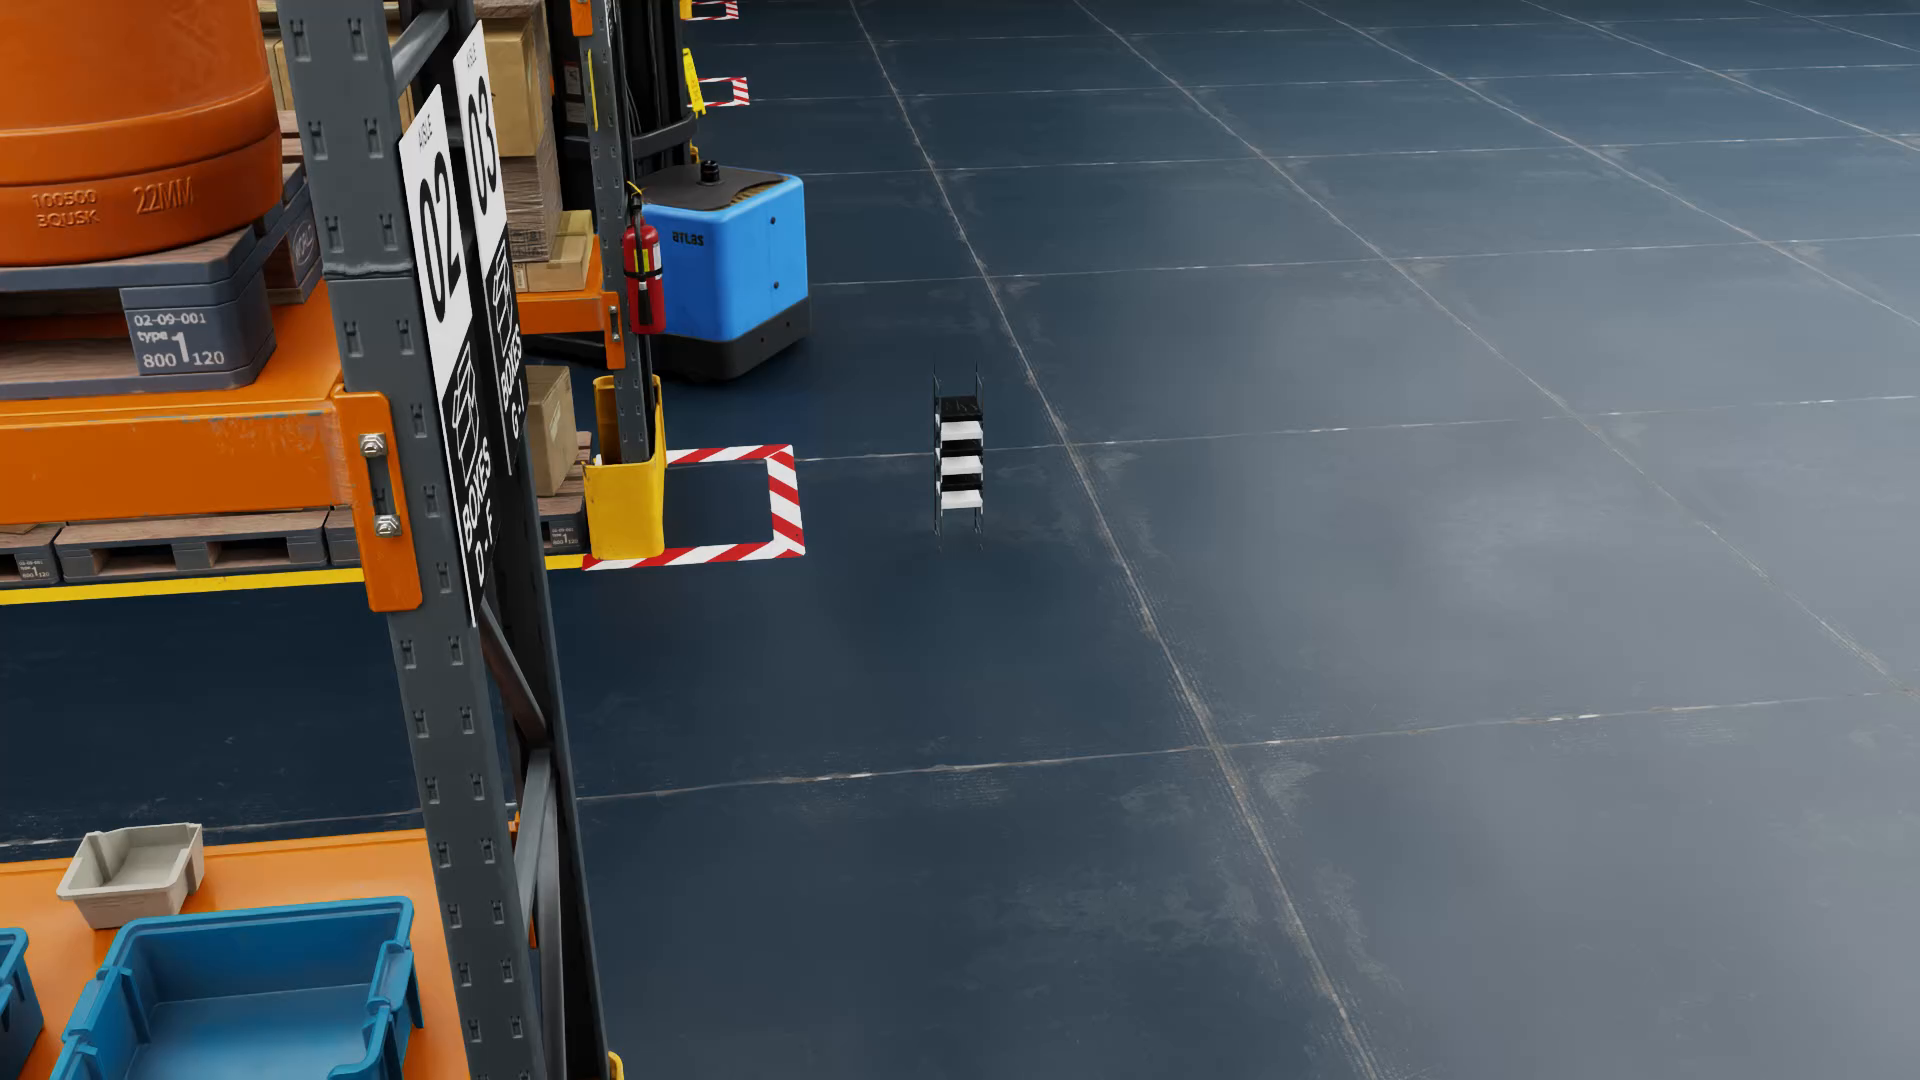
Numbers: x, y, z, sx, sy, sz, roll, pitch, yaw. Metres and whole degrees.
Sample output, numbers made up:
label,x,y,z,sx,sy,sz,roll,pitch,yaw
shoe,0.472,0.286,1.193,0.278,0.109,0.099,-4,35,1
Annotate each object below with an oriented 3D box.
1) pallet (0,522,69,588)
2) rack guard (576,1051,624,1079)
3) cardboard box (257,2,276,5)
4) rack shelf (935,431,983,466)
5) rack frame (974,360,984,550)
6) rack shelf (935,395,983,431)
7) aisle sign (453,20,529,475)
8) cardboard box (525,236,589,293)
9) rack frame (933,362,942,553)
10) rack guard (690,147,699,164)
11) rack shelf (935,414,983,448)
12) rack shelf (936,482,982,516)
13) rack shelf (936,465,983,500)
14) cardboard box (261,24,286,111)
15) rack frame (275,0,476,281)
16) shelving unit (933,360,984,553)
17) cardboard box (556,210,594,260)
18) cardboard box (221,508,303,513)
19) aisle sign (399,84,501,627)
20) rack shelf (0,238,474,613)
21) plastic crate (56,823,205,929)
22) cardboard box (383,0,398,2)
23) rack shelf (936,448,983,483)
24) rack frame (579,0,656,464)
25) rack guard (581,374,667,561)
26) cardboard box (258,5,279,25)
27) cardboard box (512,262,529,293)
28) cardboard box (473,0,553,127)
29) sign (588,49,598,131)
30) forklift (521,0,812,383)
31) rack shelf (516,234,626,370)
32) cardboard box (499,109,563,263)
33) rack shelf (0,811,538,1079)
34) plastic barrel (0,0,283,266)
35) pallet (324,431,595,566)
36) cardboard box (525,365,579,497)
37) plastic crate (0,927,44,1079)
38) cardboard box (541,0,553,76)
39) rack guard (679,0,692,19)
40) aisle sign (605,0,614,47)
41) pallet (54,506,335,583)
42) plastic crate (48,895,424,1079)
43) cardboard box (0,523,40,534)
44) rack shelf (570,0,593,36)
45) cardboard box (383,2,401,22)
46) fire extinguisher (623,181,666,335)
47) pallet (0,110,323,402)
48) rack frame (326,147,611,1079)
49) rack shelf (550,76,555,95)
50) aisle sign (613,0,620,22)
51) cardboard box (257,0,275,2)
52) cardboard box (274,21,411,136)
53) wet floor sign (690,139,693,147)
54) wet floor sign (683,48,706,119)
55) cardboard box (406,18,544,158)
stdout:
label,x,y,z,sx,sy,sz,roll,pitch,yaw
pallet,-4.920,-0.074,8.163,1.213,0.211,1.003,-4,27,-7
rack guard,-0.998,1.867,4.063,0.348,0.500,1.175,-4,27,-7
cardboard box,-4.715,-3.626,11.867,0.550,0.550,0.875,-4,27,-7
rack shelf,-0.008,-0.450,8.018,0.200,0.077,0.258,-4,27,-7
rack frame,0.093,-0.406,8.056,0.006,0.900,0.240,-4,27,-7
rack shelf,-0.008,-0.610,7.936,0.200,0.077,0.258,-4,27,-7
aisle sign,-0.899,-0.565,3.217,0.004,0.787,0.394,-4,27,-7
cardboard box,-1.873,-1.287,7.748,0.250,0.149,0.380,-4,27,-7
rack frame,-0.109,-0.393,8.031,0.006,0.900,0.240,-4,27,-7
rack guard,-2.187,-2.648,12.863,0.348,0.500,1.175,-4,27,-7
rack shelf,-0.008,-0.530,7.977,0.200,0.077,0.258,-4,27,-7
rack shelf,-0.008,-0.210,8.141,0.200,0.077,0.258,-4,27,-7
rack shelf,-0.008,-0.290,8.100,0.200,0.077,0.258,-4,27,-7
cardboard box,-3.119,-1.920,7.176,0.500,0.500,0.500,-4,27,-7
rack frame,-0.929,-1.940,2.174,0.127,3.000,1.000,-4,27,-7
shelving unit,-0.008,-0.400,8.044,0.210,0.900,0.258,-4,27,-7
cardboard box,-1.935,-1.488,8.139,0.250,0.149,0.380,-4,27,-7
cardboard box,-3.450,-0.468,8.154,0.500,0.500,0.500,-1,27,-2
aisle sign,-0.817,-0.298,2.697,0.004,0.787,0.394,-4,27,-7
rack shelf,-2.910,-0.158,2.775,4.000,0.370,1.077,-4,27,-7
plastic crate,-1.860,0.758,3.776,0.250,0.136,0.298,-4,27,-7
cardboard box,-4.204,-3.705,12.021,0.500,0.550,0.875,-4,27,-7
rack shelf,-0.008,-0.370,8.059,0.200,0.077,0.258,-4,27,-7
rack frame,-1.619,-1.510,7.907,0.127,3.000,1.000,-4,27,-7
rack guard,-1.695,-0.393,8.469,0.348,0.500,1.175,-4,27,-7
cardboard box,-3.193,-2.159,7.641,0.500,0.500,0.500,-4,27,-7
cardboard box,-2.121,-1.271,7.717,0.250,0.149,0.380,-4,27,-7
cardboard box,-2.202,-2.220,7.760,0.500,0.500,0.500,-4,27,-7
sign,-1.562,-1.914,7.079,0.005,0.325,0.100,-4,27,-7
forklift,-2.513,-2.698,10.298,3.031,2.935,1.130,12,30,23
rack shelf,-3.600,-1.063,7.824,4.000,0.370,1.077,-4,27,-7
cardboard box,-2.168,-1.664,7.773,0.500,0.500,0.875,-4,27,-7
rack shelf,-2.910,1.176,3.460,4.000,0.370,1.077,-4,27,-7
plastic barrel,-1.393,-0.895,2.493,0.708,0.830,0.600,-4,27,-7
pallet,-2.504,-0.229,8.465,1.213,0.211,1.003,-4,27,-7
cardboard box,-2.240,-0.553,8.320,0.500,0.500,0.500,1,27,2
plastic crate,-2.027,1.001,3.176,0.408,0.251,0.499,-4,27,-7
cardboard box,-3.113,-3.737,12.082,0.550,0.550,0.875,-4,27,-7
rack guard,-3.672,-7.123,21.585,0.348,0.500,1.175,-4,27,-7
aisle sign,-1.516,-2.535,7.057,0.004,0.787,0.394,-4,27,-7
pallet,-3.710,-0.153,8.317,1.213,0.211,1.003,-4,27,-7
plastic crate,-1.383,0.962,3.252,0.616,0.251,0.499,-4,27,-7
cardboard box,-4.613,-0.378,7.978,0.500,0.500,0.500,5,28,9
rack shelf,-3.600,-2.397,7.139,4.000,0.370,1.077,-4,27,-7
cardboard box,-2.698,-2.191,7.705,0.500,0.500,0.500,-4,27,-7
fire extinguisher,-1.442,-1.275,7.533,0.183,0.674,0.296,-4,27,-7
pallet,-1.762,-0.513,2.886,1.213,0.211,1.003,-4,27,-7
rack frame,-0.929,0.729,3.544,0.127,3.000,1.000,-4,27,-7
rack shelf,-4.191,-3.312,12.206,4.000,0.370,1.077,-4,27,-7
aisle sign,-1.600,-2.806,7.586,0.004,0.787,0.394,-4,27,-7
cardboard box,-4.719,-4.119,11.645,0.550,0.550,0.875,-4,27,-7
cardboard box,-2.624,-1.951,7.235,0.500,0.500,0.500,-4,27,-7
wet floor sign,-2.458,-3.608,14.575,0.232,0.644,0.267,-8,28,-16
wet floor sign,-2.663,-4.471,16.257,0.232,0.644,0.267,6,28,11
cardboard box,-2.130,-1.985,7.302,0.500,0.500,0.500,-4,27,-7
